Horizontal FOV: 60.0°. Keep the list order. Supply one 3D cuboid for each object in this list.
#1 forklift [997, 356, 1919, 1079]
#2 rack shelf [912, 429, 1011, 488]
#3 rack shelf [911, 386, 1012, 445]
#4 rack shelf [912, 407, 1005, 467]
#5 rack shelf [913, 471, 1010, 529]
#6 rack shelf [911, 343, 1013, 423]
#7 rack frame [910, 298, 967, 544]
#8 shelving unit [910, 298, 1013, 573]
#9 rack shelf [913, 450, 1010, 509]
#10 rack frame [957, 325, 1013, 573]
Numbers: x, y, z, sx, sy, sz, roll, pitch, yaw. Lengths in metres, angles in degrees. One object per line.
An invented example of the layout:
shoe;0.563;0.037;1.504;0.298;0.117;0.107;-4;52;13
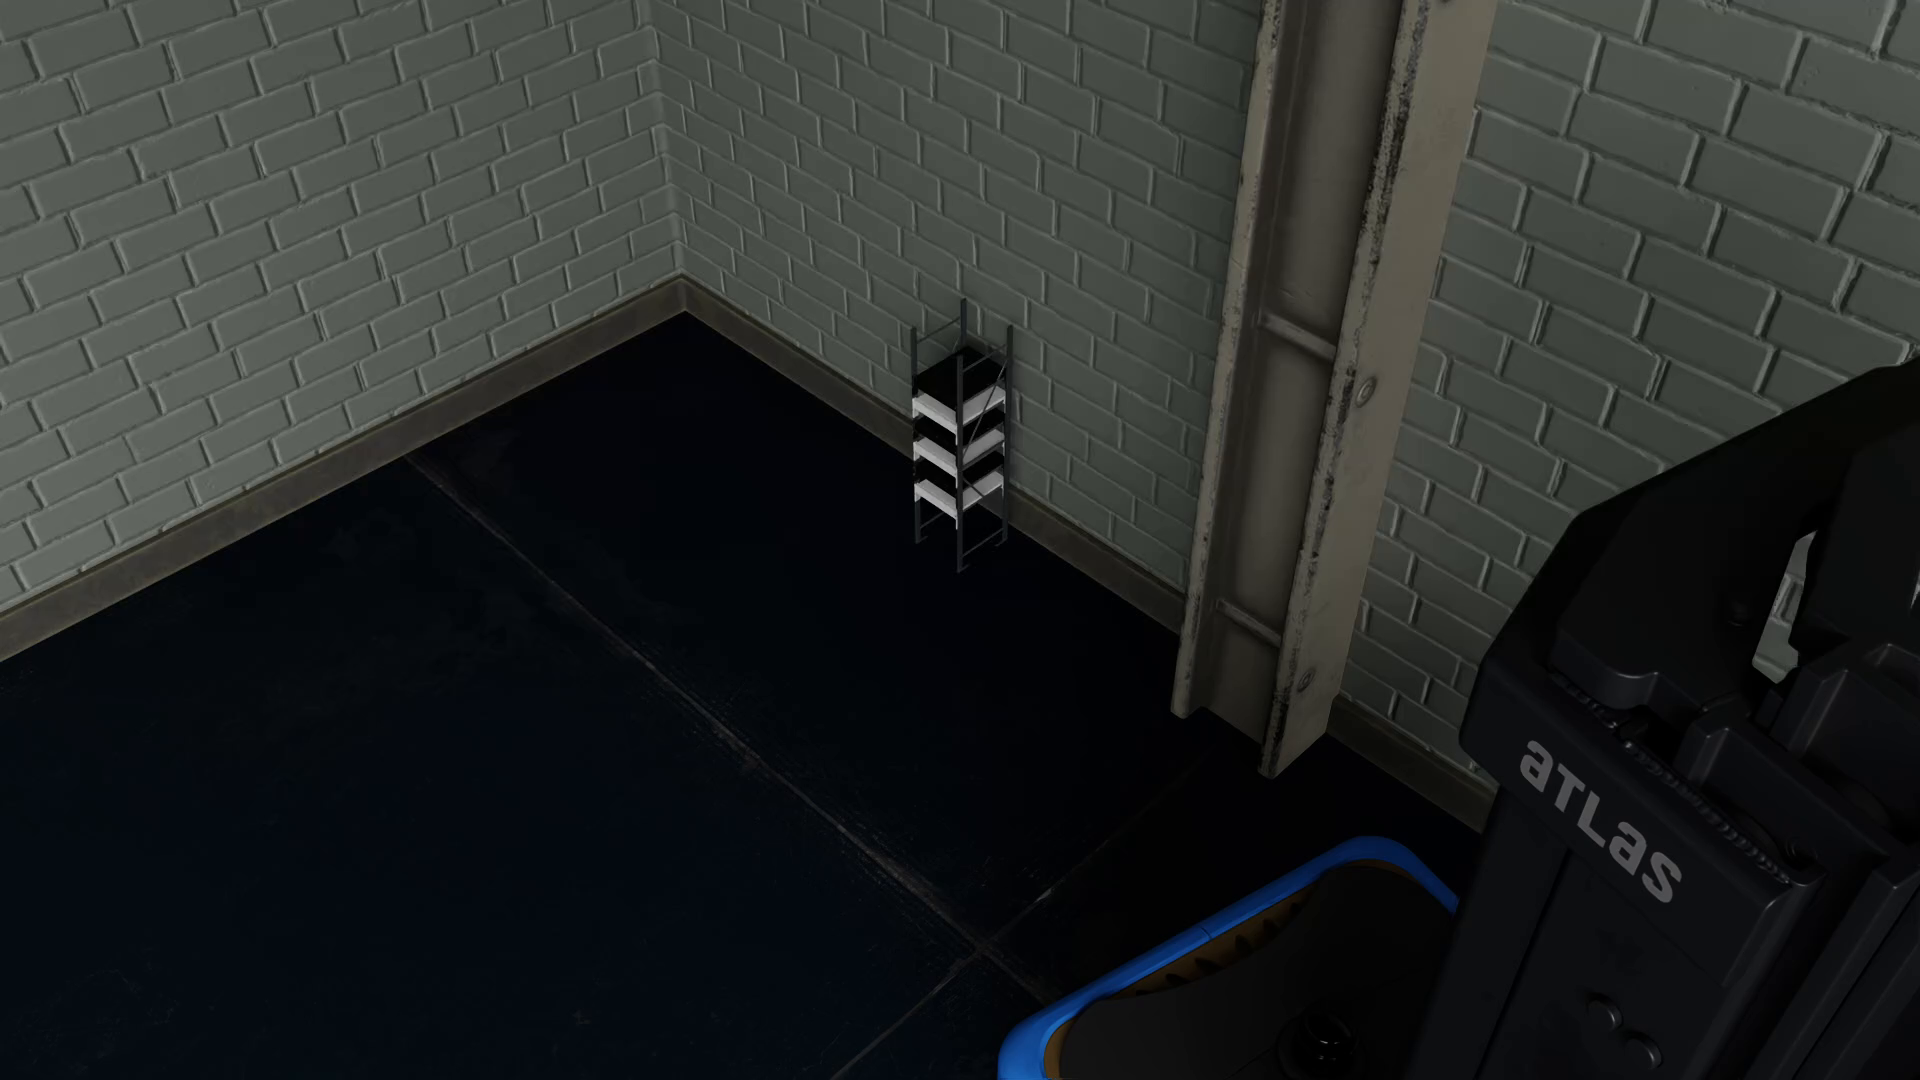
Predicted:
forklift;1.253;1.338;2.142;1.130;2.935;3.031;-23;47;-23
rack shelf;0.006;-0.302;5.463;0.258;0.077;0.200;-34;53;-31
rack shelf;0.006;-0.434;5.341;0.258;0.077;0.200;-34;53;-31
rack shelf;0.006;-0.368;5.402;0.258;0.077;0.200;-34;53;-31
rack shelf;0.006;-0.170;5.585;0.258;0.077;0.200;-34;53;-31
rack shelf;0.006;-0.500;5.280;0.258;0.077;0.200;-34;53;-31
rack frame;-0.066;-0.375;5.493;0.240;0.900;0.006;-34;53;-31
shelving unit;0.006;-0.327;5.440;0.258;0.900;0.210;-34;53;-31
rack shelf;0.006;-0.236;5.524;0.258;0.077;0.200;-34;53;-31
rack frame;0.078;-0.278;5.387;0.240;0.900;0.006;-34;53;-31
